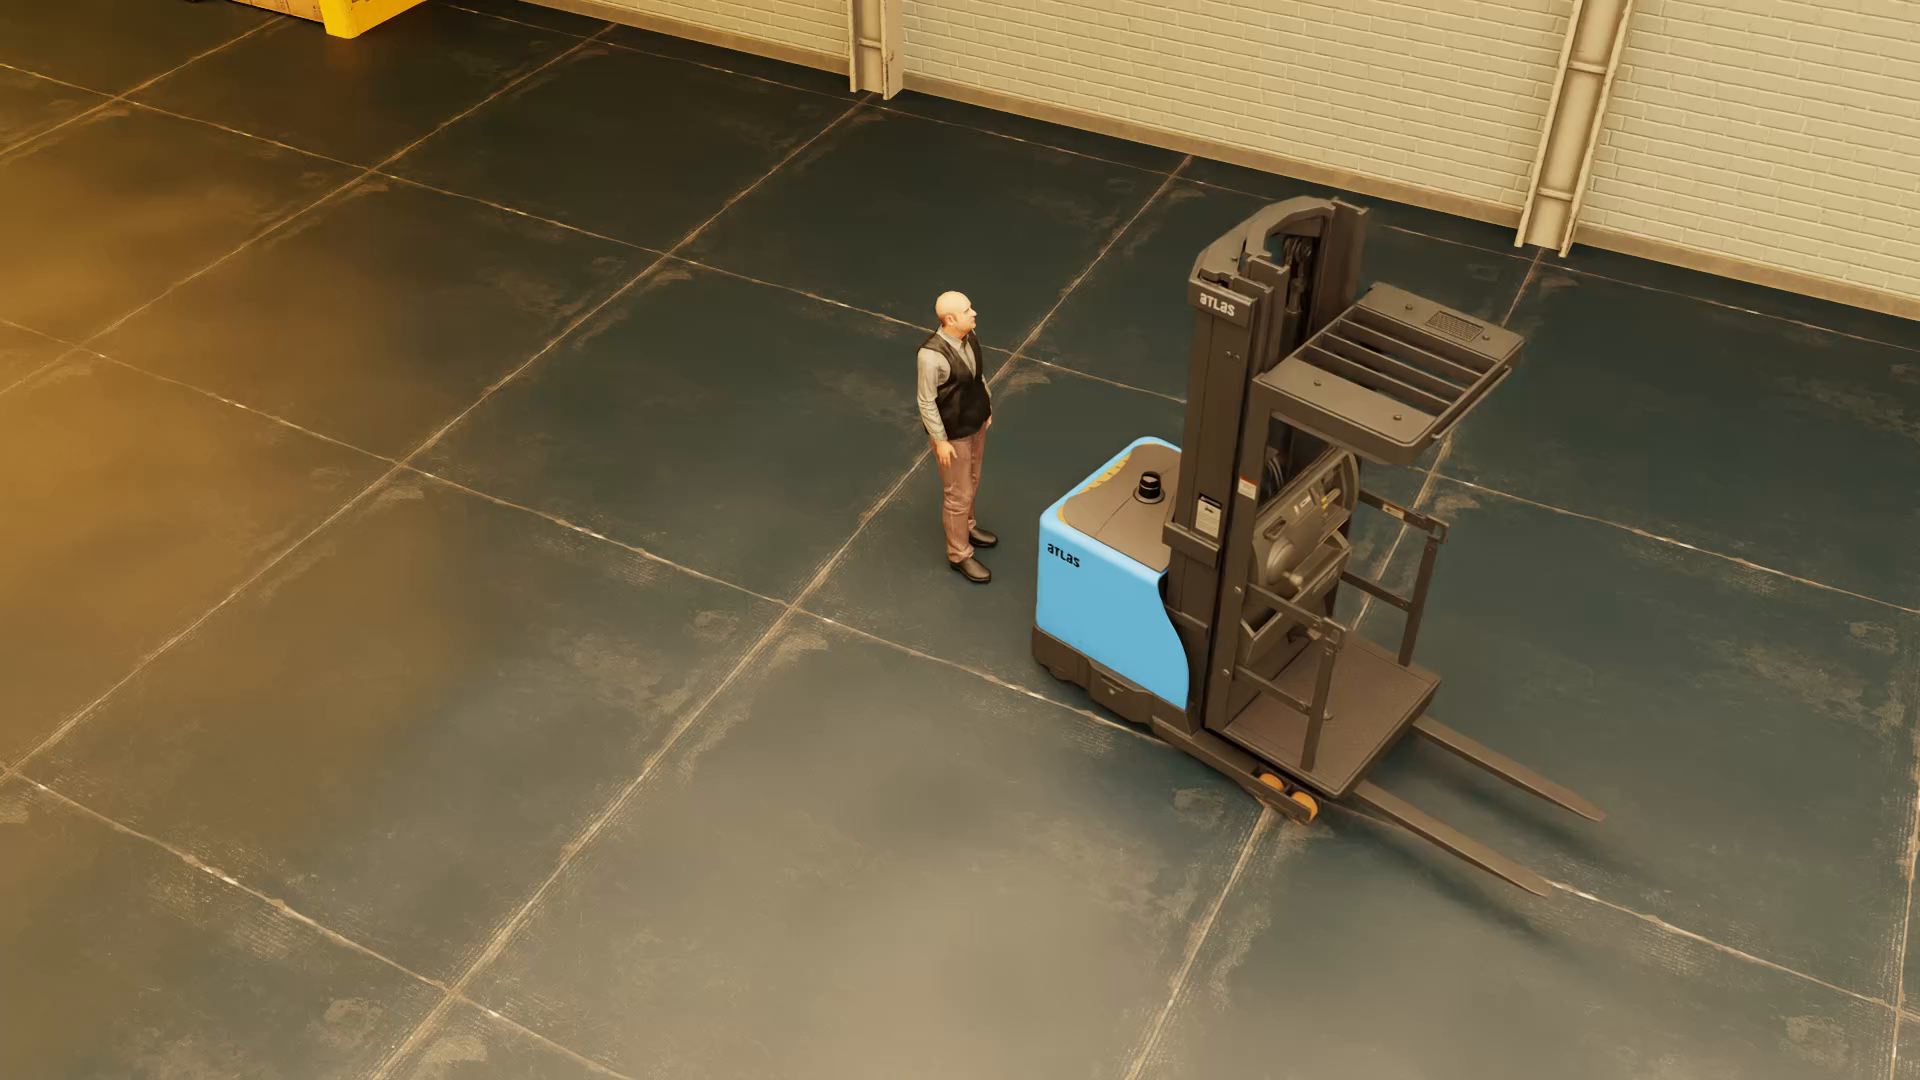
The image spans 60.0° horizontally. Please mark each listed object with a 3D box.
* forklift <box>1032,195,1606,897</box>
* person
[{"bbox_3d":[1.855,-0.050,8.046,3.031,2.935,1.130,29,48,30],"label":"forklift"},{"bbox_3d":[0.051,-0.641,9.675,0.568,1.720,0.632,18,43,21],"label":"person"}]
